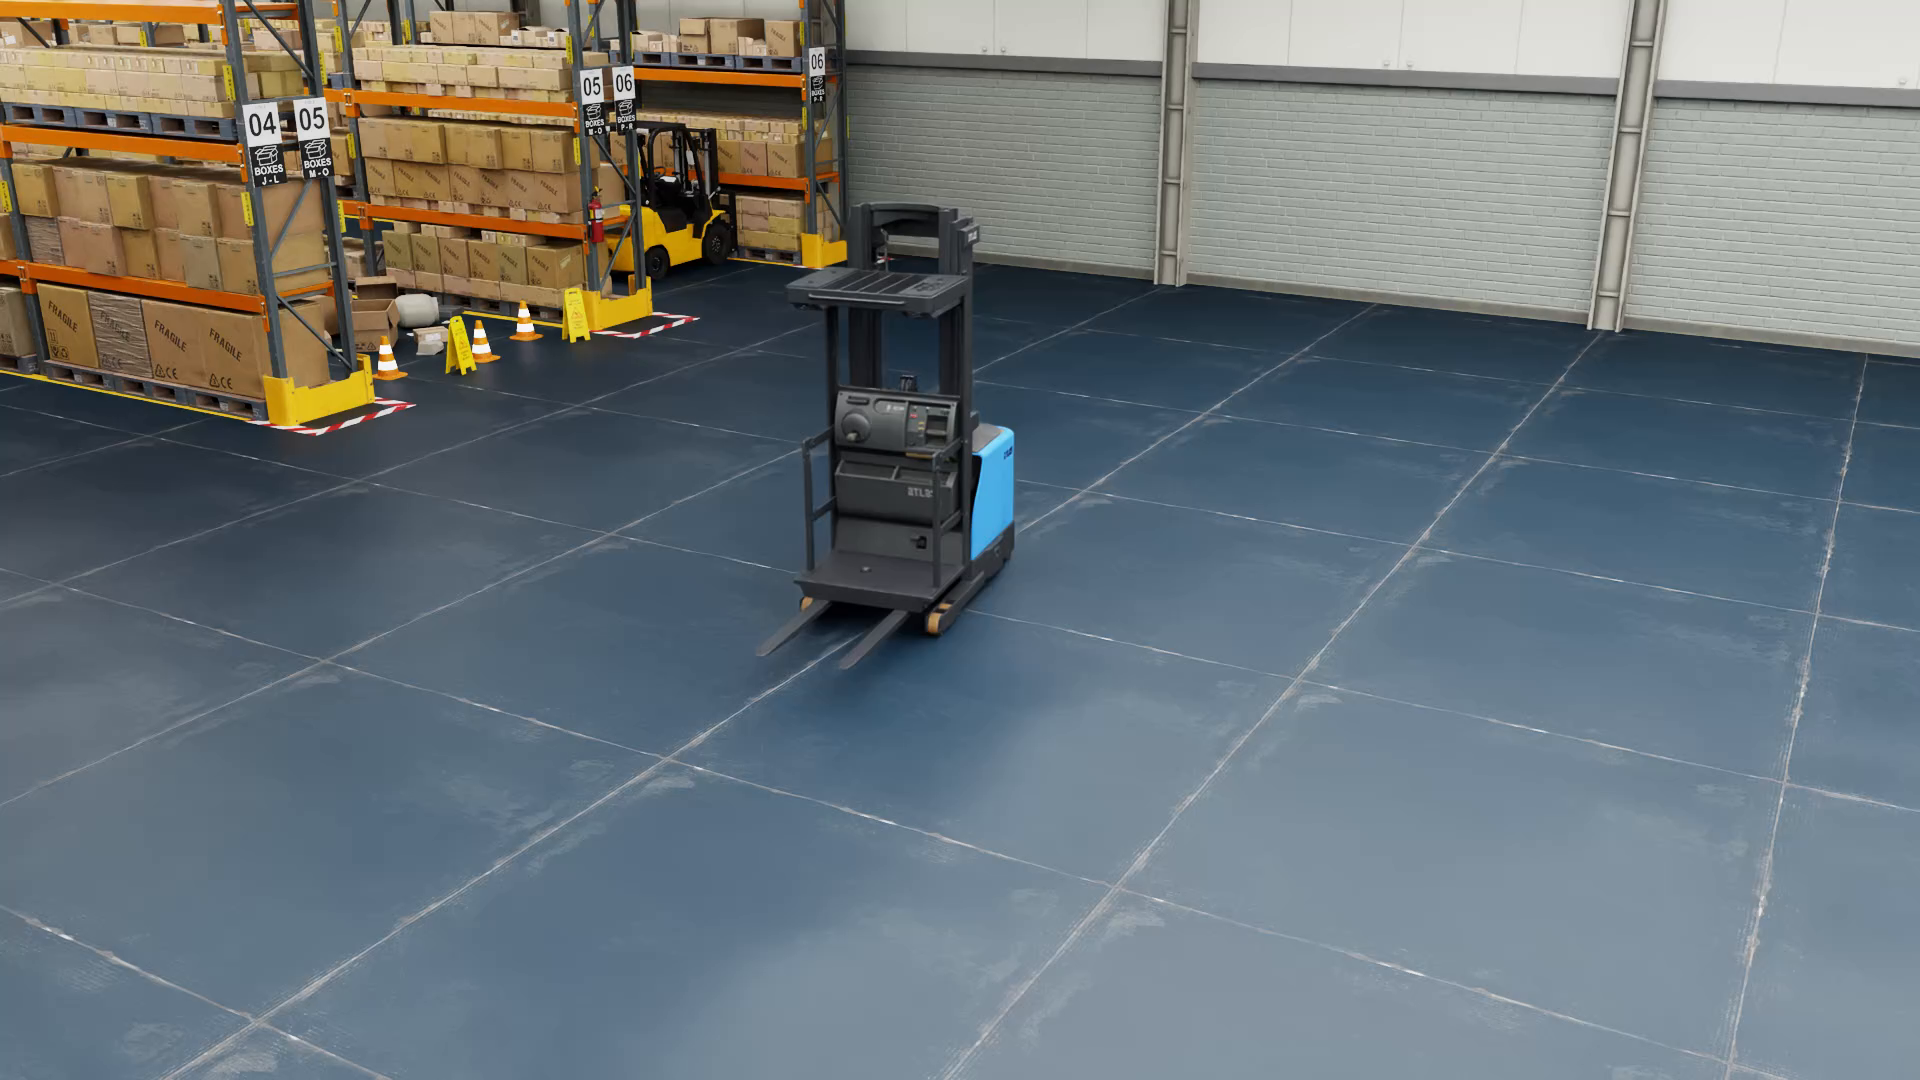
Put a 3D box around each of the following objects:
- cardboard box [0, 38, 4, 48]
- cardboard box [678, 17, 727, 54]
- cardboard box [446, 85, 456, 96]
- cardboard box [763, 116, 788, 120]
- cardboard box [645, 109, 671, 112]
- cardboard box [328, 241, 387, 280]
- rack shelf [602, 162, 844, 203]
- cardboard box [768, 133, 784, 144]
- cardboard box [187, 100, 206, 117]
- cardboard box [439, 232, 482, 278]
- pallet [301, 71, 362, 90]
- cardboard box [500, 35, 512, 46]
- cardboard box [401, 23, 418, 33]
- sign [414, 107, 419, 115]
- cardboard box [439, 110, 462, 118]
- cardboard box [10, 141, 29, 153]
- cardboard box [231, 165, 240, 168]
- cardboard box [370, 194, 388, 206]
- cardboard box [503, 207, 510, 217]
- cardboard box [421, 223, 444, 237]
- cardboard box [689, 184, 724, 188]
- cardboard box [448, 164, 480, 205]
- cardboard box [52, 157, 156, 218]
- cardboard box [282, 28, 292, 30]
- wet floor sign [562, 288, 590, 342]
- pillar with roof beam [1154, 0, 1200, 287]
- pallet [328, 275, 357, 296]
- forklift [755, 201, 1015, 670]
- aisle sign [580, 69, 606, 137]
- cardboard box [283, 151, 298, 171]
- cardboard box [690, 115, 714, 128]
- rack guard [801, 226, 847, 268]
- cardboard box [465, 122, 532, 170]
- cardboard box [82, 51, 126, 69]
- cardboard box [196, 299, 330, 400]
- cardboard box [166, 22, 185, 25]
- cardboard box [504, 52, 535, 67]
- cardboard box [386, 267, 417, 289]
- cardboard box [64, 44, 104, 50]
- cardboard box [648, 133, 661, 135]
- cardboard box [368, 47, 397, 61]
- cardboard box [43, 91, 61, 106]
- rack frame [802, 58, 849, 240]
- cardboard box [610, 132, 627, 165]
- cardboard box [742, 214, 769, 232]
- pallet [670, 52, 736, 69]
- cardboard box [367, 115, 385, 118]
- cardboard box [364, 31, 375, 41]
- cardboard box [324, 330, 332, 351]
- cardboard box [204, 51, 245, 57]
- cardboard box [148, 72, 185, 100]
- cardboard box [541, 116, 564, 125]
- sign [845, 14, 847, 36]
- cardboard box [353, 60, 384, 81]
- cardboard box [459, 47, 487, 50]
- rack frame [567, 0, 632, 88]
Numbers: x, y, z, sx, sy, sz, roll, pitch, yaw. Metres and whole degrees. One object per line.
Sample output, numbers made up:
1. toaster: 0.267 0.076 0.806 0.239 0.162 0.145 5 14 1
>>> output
1. cardboard box: -14.648 -7.617 25.648 0.258 0.266 0.396 11 22 27
2. cardboard box: -3.863 -7.756 25.535 0.637 0.503 0.797 12 23 29
3. cardboard box: -6.429 -5.840 21.535 0.250 0.149 0.380 11 23 28
4. cardboard box: -2.868 -6.493 25.832 0.250 0.149 0.380 11 23 28
5. cardboard box: -4.888 -6.883 26.907 0.250 0.149 0.380 10 22 26
6. cardboard box: -8.389 -3.979 23.672 0.625 0.372 0.950 11 23 28
7. rack shelf: -3.766 -5.738 26.338 4.000 0.370 1.077 11 23 27
8. cardboard box: -2.697 -6.103 25.193 0.250 0.149 0.380 11 23 28
9. cardboard box: -7.439 -4.307 16.548 0.250 0.149 0.380 11 23 28
10. cardboard box: -6.622 -3.837 22.360 0.500 0.500 0.500 12 23 30
11. pallet: -8.417 -6.386 22.948 1.003 0.211 1.213 11 23 27
12. cardboard box: -7.294 -8.165 27.184 0.250 0.149 0.380 10 22 27
13. cardboard box: -9.449 -8.709 28.277 0.250 0.149 0.380 12 23 29
14. sign: -9.261 -7.417 28.333 0.005 0.325 0.100 11 23 27
15. cardboard box: -8.636 -7.241 28.330 0.250 0.149 0.380 11 23 28
16. cardboard box: -14.667 -6.268 26.232 0.500 0.250 0.500 10 22 26
17. cardboard box: -10.304 -5.380 24.051 0.250 0.149 0.380 12 23 30
18. cardboard box: -7.811 -4.664 22.692 0.250 0.149 0.380 11 23 27
19. cardboard box: -5.752 -4.322 21.748 0.250 0.149 0.380 11 23 28
20. cardboard box: -7.017 -4.190 22.383 0.250 0.149 0.380 12 23 29
21. cardboard box: -4.104 -5.591 26.830 0.500 0.250 0.500 11 23 28
22. cardboard box: -6.349 -4.719 21.892 0.500 0.500 0.500 11 23 28
23. cardboard box: -9.414 -3.889 18.385 0.550 0.550 0.875 11 23 27
24. cardboard box: -11.773 -8.973 29.411 0.250 0.149 0.380 11 23 28
25. wet floor sign: -4.794 -2.808 20.660 0.267 0.644 0.232 -16 26 -38
26. pillar with roof beam: 0.950 -6.668 19.051 0.400 9.000 9.100 11 23 27
27. pallet: -8.610 -3.748 23.888 1.213 0.211 1.003 11 23 27
28. forklift: -0.540 -0.847 11.902 1.130 2.935 3.031 7 21 19
29. aisle sign: -4.525 -5.390 20.514 0.004 0.787 0.394 11 23 27
30. cardboard box: -9.326 -5.492 23.409 0.500 0.500 0.500 12 23 29
31. cardboard box: -3.989 -6.532 25.939 0.250 0.149 0.380 11 23 28
32. rack guard: -1.999 -4.564 25.714 0.348 0.500 1.175 11 23 27
33. cardboard box: -5.924 -5.082 21.428 0.500 0.500 0.700 10 22 27
34. cardboard box: -8.776 -4.936 17.112 0.250 0.149 0.380 11 23 27
35. cardboard box: -7.388 -2.066 17.662 0.875 0.875 0.875 11 23 28
36. cardboard box: -14.394 -9.718 30.910 0.500 0.250 0.500 11 23 29
37. cardboard box: -5.512 -6.049 20.942 0.250 0.149 0.380 11 23 28
38. cardboard box: -7.547 -3.656 22.962 0.500 0.250 0.500 10 22 25
39. cardboard box: -9.560 -5.343 18.233 0.250 0.149 0.380 11 23 27
40. cardboard box: -4.715 -6.488 26.255 0.250 0.149 0.380 11 23 28
41. cardboard box: -7.573 -6.413 21.945 0.250 0.149 0.380 12 23 29
42. cardboard box: -9.441 -4.688 17.598 0.250 0.149 0.380 10 22 26
43. rack frame: -2.020 -5.743 25.299 0.127 3.000 1.000 11 23 27
44. cardboard box: -5.252 -6.304 26.698 0.500 0.500 0.500 10 22 26
45. cardboard box: -3.030 -4.957 25.816 0.500 0.250 0.500 11 22 27
46. pallet: -3.694 -7.439 25.706 1.213 0.211 1.003 11 23 27
47. cardboard box: -10.083 -7.280 29.138 0.500 0.250 0.500 10 22 25
48. cardboard box: -10.103 -8.716 28.732 0.250 0.149 0.380 11 23 27
49. cardboard box: -7.857 -2.417 20.138 0.258 0.266 0.396 16 25 36
50. cardboard box: -7.562 -4.963 17.185 0.250 0.149 0.380 11 23 28
51. cardboard box: -7.764 -4.580 16.714 0.500 0.250 0.500 11 23 27
52. cardboard box: -6.635 -6.849 27.250 0.250 0.149 0.380 10 22 26
53. sign: -1.744 -7.766 25.077 0.005 0.325 0.100 11 23 27
54. cardboard box: -7.679 -6.255 22.094 0.500 0.250 0.500 10 22 26
55. cardboard box: -6.381 -6.413 21.947 0.250 0.149 0.380 11 23 28
56. rack frame: -4.438 -7.085 20.200 0.127 3.000 1.000 11 23 27
